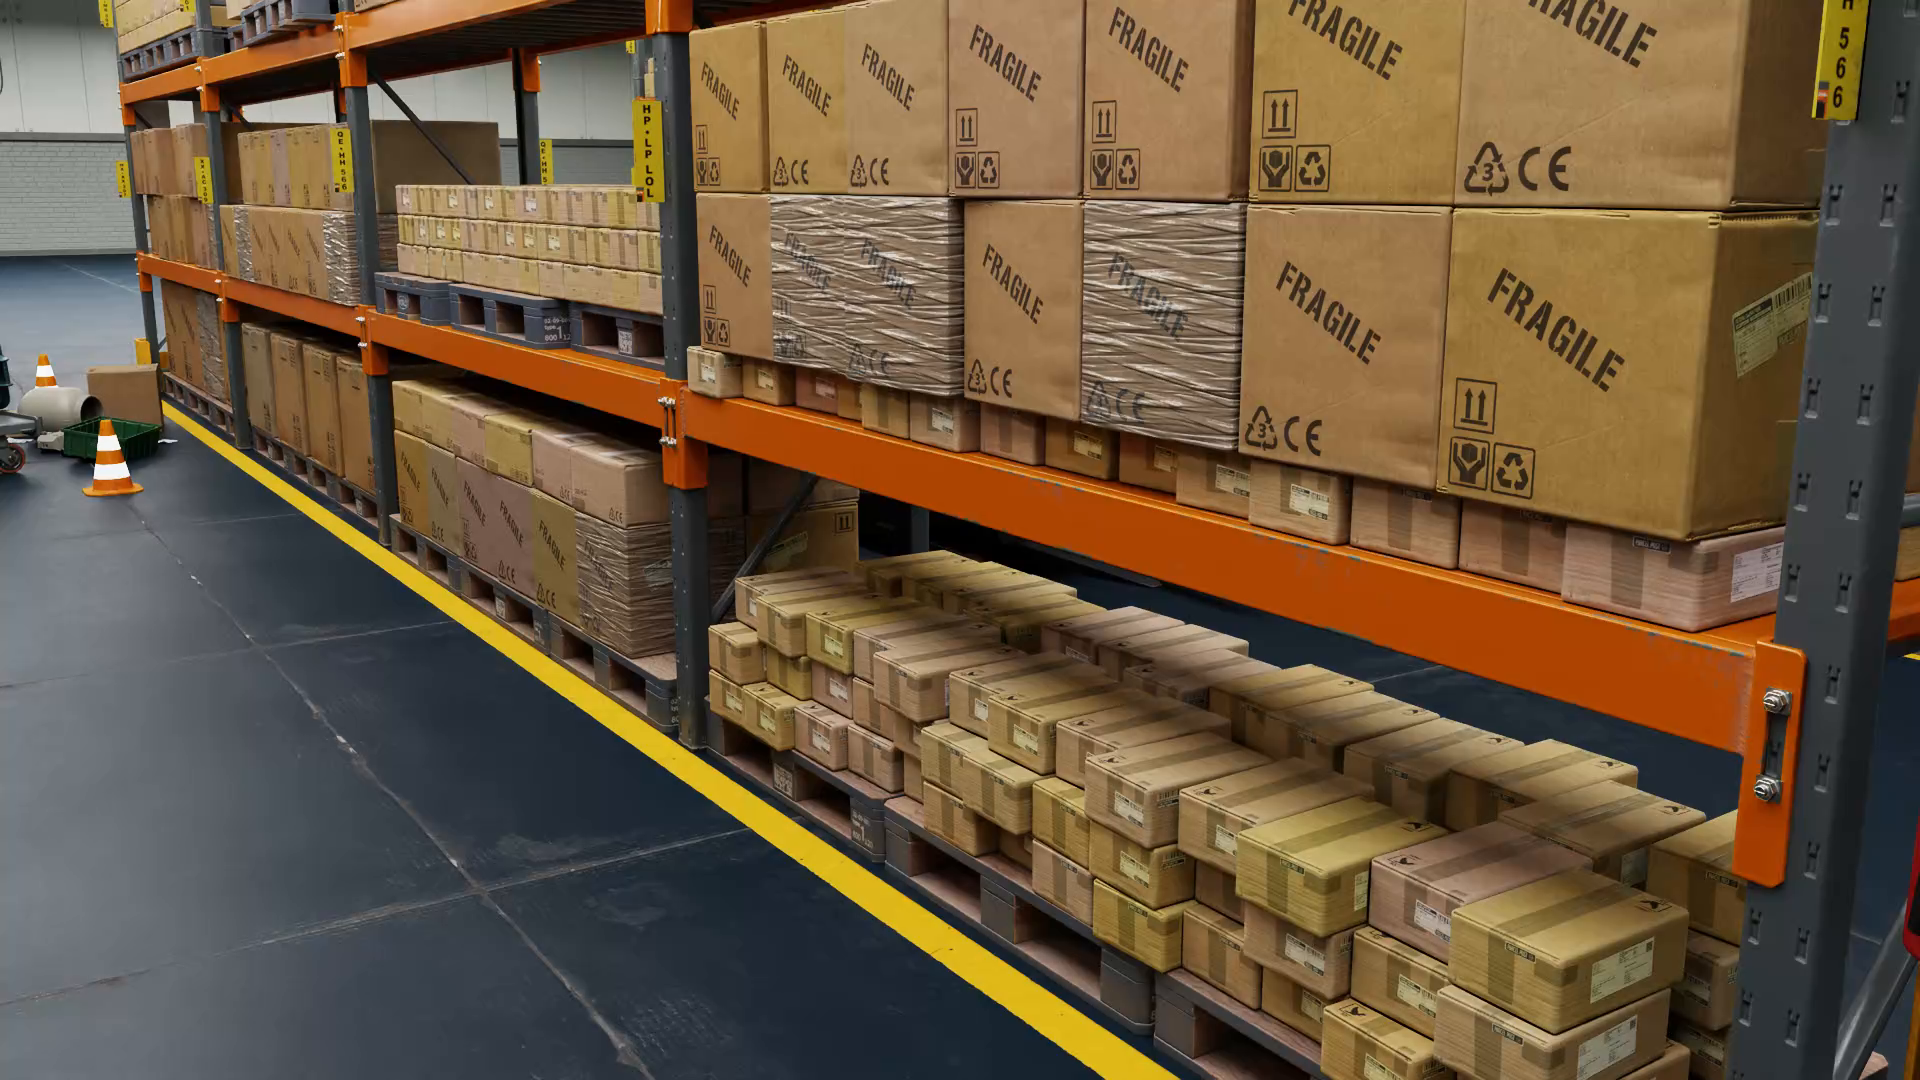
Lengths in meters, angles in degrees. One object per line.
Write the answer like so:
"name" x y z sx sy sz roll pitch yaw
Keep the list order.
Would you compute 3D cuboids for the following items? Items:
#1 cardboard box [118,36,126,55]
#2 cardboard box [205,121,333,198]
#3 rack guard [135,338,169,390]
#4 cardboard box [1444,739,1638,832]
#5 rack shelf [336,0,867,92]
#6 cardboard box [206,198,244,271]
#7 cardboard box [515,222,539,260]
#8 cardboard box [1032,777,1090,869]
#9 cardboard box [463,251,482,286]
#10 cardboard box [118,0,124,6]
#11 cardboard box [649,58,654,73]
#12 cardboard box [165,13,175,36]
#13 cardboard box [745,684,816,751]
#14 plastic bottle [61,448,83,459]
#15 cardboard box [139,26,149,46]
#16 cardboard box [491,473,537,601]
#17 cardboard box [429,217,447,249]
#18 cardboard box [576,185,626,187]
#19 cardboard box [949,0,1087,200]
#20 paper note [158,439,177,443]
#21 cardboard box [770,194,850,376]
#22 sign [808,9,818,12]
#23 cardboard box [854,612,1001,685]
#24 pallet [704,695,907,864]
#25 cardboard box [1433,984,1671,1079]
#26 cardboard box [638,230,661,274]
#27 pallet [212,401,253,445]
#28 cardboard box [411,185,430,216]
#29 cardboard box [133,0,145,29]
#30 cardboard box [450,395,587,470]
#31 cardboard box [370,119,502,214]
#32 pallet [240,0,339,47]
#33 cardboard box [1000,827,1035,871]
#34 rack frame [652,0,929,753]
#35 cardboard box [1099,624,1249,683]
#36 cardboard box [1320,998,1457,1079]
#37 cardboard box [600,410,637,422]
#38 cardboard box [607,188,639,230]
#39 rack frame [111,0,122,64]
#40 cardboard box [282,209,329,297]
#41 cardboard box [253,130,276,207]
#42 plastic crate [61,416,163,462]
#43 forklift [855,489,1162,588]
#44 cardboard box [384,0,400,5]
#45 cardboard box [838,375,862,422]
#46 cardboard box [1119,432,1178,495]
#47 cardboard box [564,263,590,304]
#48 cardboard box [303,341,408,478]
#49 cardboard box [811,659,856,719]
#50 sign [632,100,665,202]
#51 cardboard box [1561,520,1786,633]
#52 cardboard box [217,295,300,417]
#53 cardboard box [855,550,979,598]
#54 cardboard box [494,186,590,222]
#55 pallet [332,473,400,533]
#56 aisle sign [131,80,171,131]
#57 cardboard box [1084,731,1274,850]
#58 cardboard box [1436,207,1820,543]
"cardboard box" -7.291 -4.411 14.859 0.380 0.149 0.250 -8 15 -32
"cardboard box" -5.173 -2.872 12.594 0.875 0.550 0.550 -8 15 -33
"rack guard" -7.227 -1.696 15.947 1.175 0.500 0.348 -8 15 -33
"cardboard box" 1.358 0.602 3.887 0.380 0.149 0.250 -8 15 -33
"rack shelf" -1.673 -2.248 7.284 1.077 0.370 4.000 -8 15 -33
"cardboard box" -5.212 -2.339 12.685 0.875 0.550 0.550 -8 15 -33
"cardboard box" -1.684 -1.288 7.138 0.380 0.149 0.250 -8 15 -33
"cardboard box" 0.407 0.684 4.205 0.380 0.149 0.250 -7 14 -30
"cardboard box" -2.103 -1.278 7.792 0.380 0.149 0.250 -8 14 -31
"cardboard box" -7.156 -4.757 14.578 0.380 0.149 0.250 -8 15 -32
"cardboard box" -3.006 -4.935 17.303 0.380 0.149 0.250 -8 15 -32
"cardboard box" -5.891 -3.961 12.803 0.380 0.149 0.250 -8 15 -33
"cardboard box" -0.484 0.559 5.474 0.380 0.149 0.250 -8 14 -31
"plastic bottle" -6.407 -0.636 12.129 0.283 0.061 0.133 6 14 26
"cardboard box" -6.592 -4.186 13.832 0.380 0.149 0.250 -8 15 -33
"cardboard box" -1.750 -0.047 7.426 0.500 0.500 0.500 -8 15 -34
"cardboard box" -2.378 -1.513 8.168 0.380 0.149 0.250 -9 15 -35
"cardboard box" -1.695 -1.692 8.288 0.380 0.149 0.250 -8 14 -31
"cardboard box" 0.318 -1.077 3.995 0.500 0.500 0.500 -9 15 -35
"paper note" -6.124 -0.764 12.781 0.142 0.020 0.147 4 13 16
"cardboard box" -0.221 -0.768 4.921 0.500 0.500 0.500 -8 15 -33
"sign" -1.260 -4.423 14.334 0.100 0.325 0.005 -8 15 -33
"cardboard box" -0.099 0.343 5.070 0.380 0.149 0.250 -9 15 -34
"pallet" -0.164 0.699 5.672 1.003 0.211 1.213 -8 15 -33
"cardboard box" 1.121 0.915 3.151 0.380 0.149 0.250 -9 15 -34
"cardboard box" -0.950 -1.054 6.068 0.380 0.149 0.250 -8 14 -31
"pallet" -5.354 -0.984 13.366 1.003 0.211 1.213 -8 15 -33
"cardboard box" -2.536 -1.710 8.375 0.380 0.149 0.250 -9 15 -34
"cardboard box" -6.598 -4.408 13.915 0.500 0.250 0.500 -8 15 -33
"cardboard box" -2.056 -0.509 7.783 0.500 0.250 0.500 -8 15 -32
"cardboard box" -3.022 -2.108 9.407 0.700 0.500 0.500 -8 15 -33
"pallet" -3.804 -3.170 10.257 1.003 0.211 1.213 -7 14 -30
"cardboard box" 0.331 0.775 4.485 0.380 0.149 0.250 -8 14 -31
"rack frame" -0.565 -0.779 5.901 1.000 3.000 0.127 -8 15 -33
"cardboard box" 0.632 0.374 4.928 0.380 0.149 0.250 -9 15 -35
"cardboard box" 0.959 1.018 3.377 0.380 0.149 0.250 -8 14 -31
"cardboard box" -1.331 -0.477 7.636 0.500 0.250 0.500 -7 14 -31
"cardboard box" -1.100 -1.248 6.258 0.380 0.149 0.250 -9 15 -34
"rack frame" -7.214 -5.844 15.019 1.000 3.000 0.127 -8 15 -33
"cardboard box" -3.807 -1.765 10.177 0.500 0.500 0.500 -8 15 -34
"cardboard box" -4.431 -2.560 11.472 0.700 0.500 0.500 -8 15 -34
"plastic crate" -6.185 -0.732 12.134 0.450 0.188 0.662 9 12 -6
"forklift" 0.333 -1.318 8.526 1.130 2.935 3.031 -8 14 -31
"cardboard box" -2.404 -2.783 7.812 0.500 0.500 0.500 -8 15 -33
"cardboard box" -0.139 -0.439 4.938 0.380 0.149 0.250 -9 15 -35
"cardboard box" 0.595 -0.209 3.882 0.380 0.149 0.250 -9 15 -35
"cardboard box" -1.370 -1.044 6.718 0.380 0.149 0.250 -9 15 -36
"cardboard box" -3.531 -0.870 10.603 1.050 0.750 0.750 -8 15 -32
"cardboard box" -0.251 0.439 5.325 0.380 0.149 0.250 -8 15 -33
"sign" -1.025 -1.278 5.474 0.100 0.325 0.005 -8 15 -33
"cardboard box" 1.235 0.031 2.787 0.380 0.149 0.250 -8 15 -33
"cardboard box" -5.288 -1.489 13.139 0.875 0.875 0.875 -8 15 -32
"cardboard box" -0.151 0.151 5.949 0.380 0.149 0.250 -8 14 -31
"cardboard box" -1.822 -1.480 7.319 0.380 0.149 0.250 -8 15 -34
"pallet" -3.156 -0.277 10.134 1.003 0.211 1.213 -8 15 -33
"aisle sign" -7.503 -4.160 15.278 0.394 0.787 0.004 -8 15 -33
"cardboard box" 0.520 0.588 3.948 0.380 0.149 0.250 -7 14 -31
"cardboard box" 1.188 -0.311 2.832 0.500 0.500 0.500 -8 15 -32
